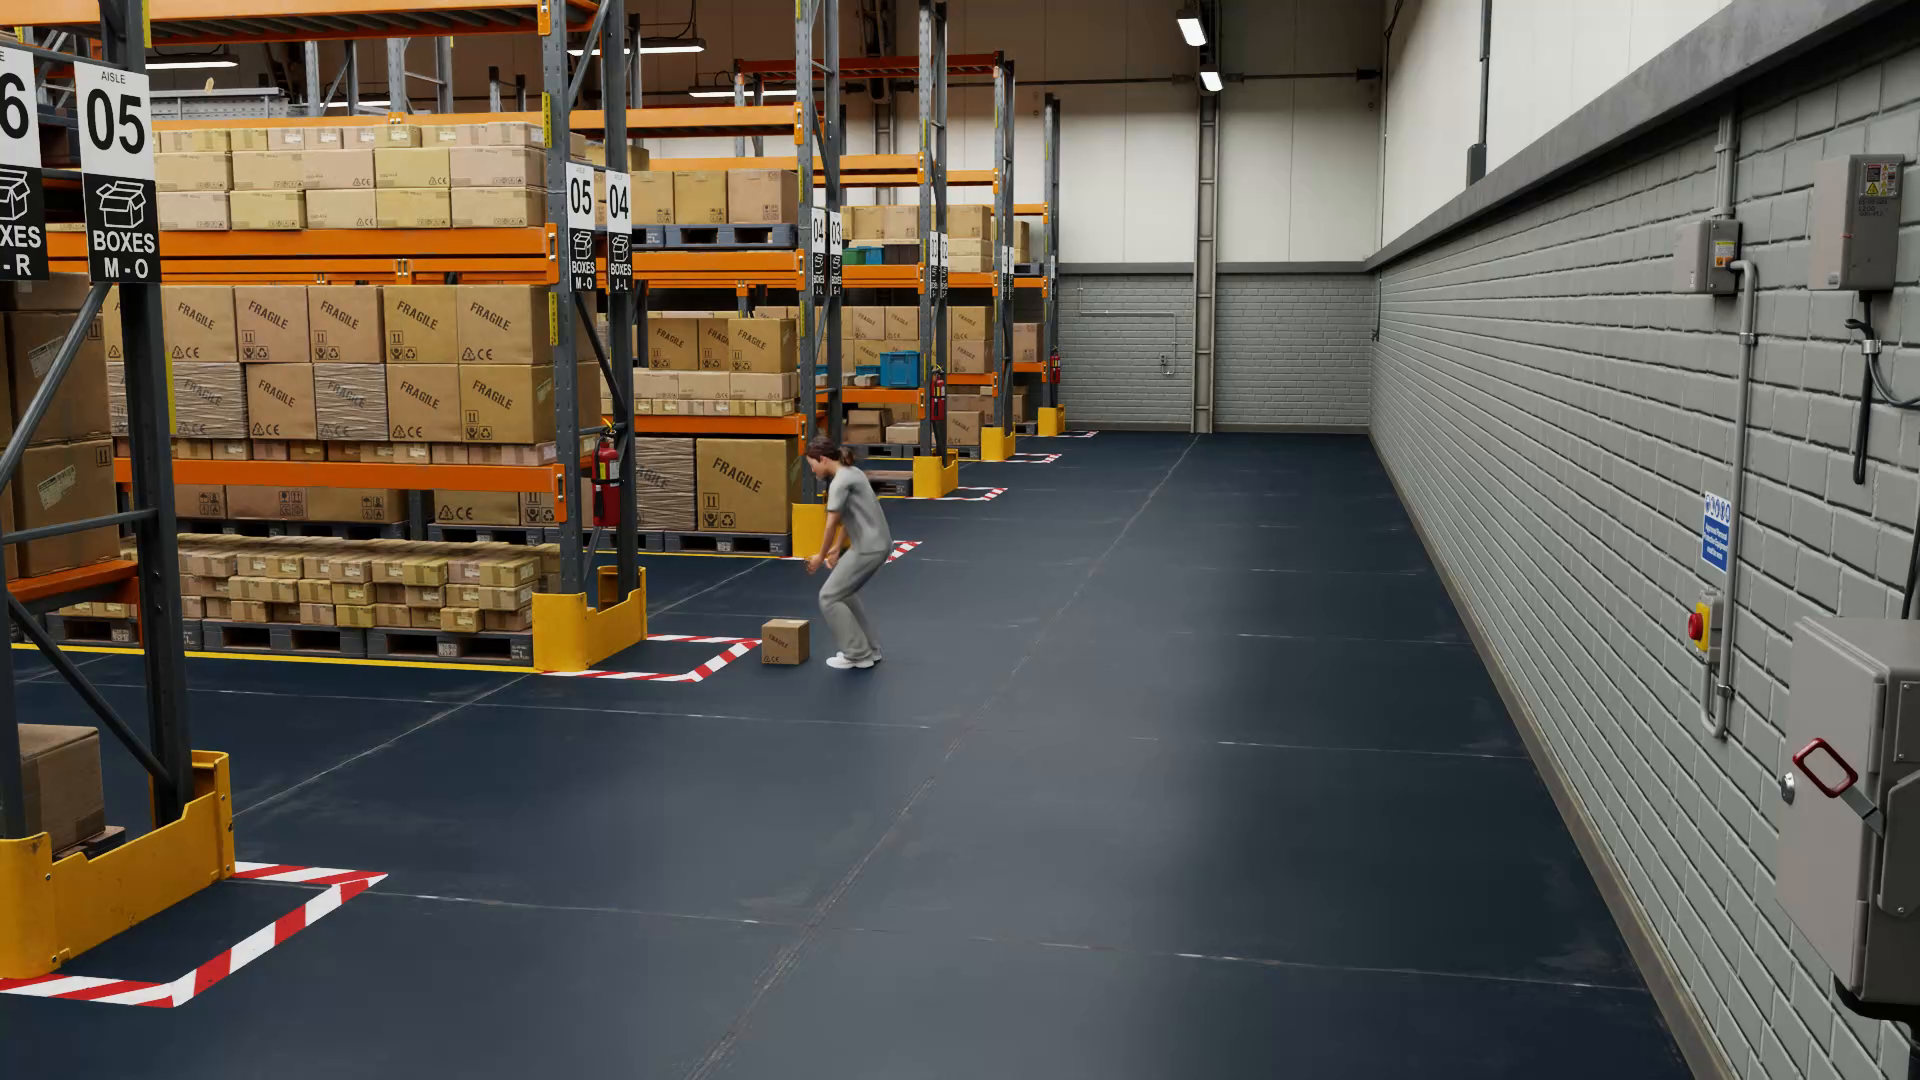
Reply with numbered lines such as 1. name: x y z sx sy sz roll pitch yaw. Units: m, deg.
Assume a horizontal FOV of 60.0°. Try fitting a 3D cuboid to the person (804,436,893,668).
1. person: -0.729 0.077 10.759 0.554 1.493 0.486 2 8 12
